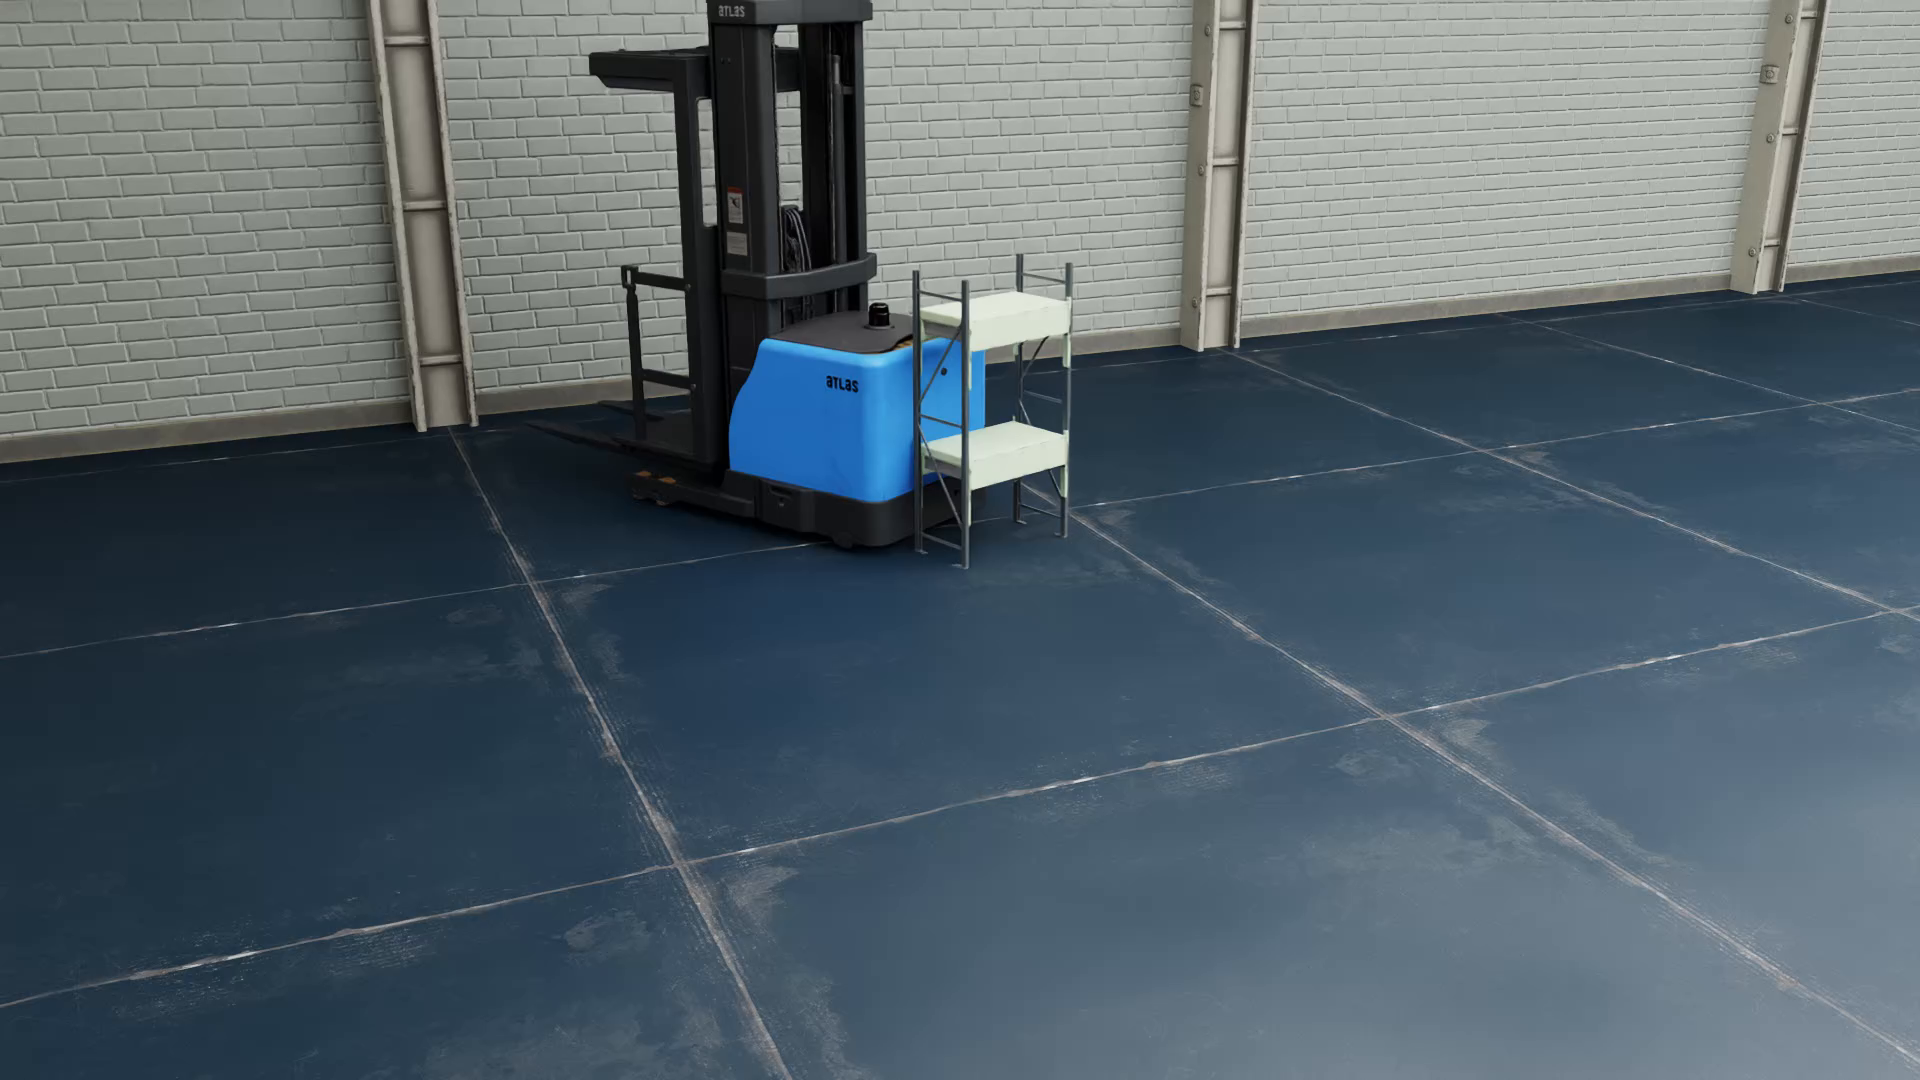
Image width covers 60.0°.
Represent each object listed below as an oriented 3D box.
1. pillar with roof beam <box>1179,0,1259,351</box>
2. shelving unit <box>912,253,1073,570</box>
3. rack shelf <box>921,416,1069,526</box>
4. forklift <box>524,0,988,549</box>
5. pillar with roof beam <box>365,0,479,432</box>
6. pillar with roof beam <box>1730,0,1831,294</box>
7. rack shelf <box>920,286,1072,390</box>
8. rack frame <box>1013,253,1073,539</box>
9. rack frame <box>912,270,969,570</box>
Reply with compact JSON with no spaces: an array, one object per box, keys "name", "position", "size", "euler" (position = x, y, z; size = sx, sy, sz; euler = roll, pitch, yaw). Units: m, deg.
[{"name":"pillar with roof beam","position":[3.728,-4.513,8.290],"size":[0.400,9.000,9.100],"euler":[-8,21,-22]},{"name":"shelving unit","position":[0.172,-0.684,8.706],"size":[0.755,1.500,0.431],"euler":[-17,26,-40]},{"name":"rack shelf","position":[0.172,-0.376,8.814],"size":[0.720,0.370,0.431],"euler":[-17,26,-40]},{"name":"forklift","position":[-1.331,-1.705,9.450],"size":[3.031,2.935,1.130],"euler":[14,24,34]},{"name":"pillar with roof beam","position":[-1.781,-3.724,6.048],"size":[0.400,9.000,9.100],"euler":[-8,21,-22]},{"name":"pillar with roof beam","position":[9.238,-5.302,10.532],"size":[0.400,9.000,9.100],"euler":[-8,21,-22]},{"name":"rack shelf","position":[0.172,-1.052,8.576],"size":[0.720,0.370,0.431],"euler":[-17,26,-40]},{"name":"rack frame","position":[0.441,-0.766,8.940],"size":[0.023,1.500,0.400],"euler":[-17,26,-40]},{"name":"rack frame","position":[-0.098,-0.602,8.472],"size":[0.023,1.500,0.400],"euler":[-17,26,-40]}]
